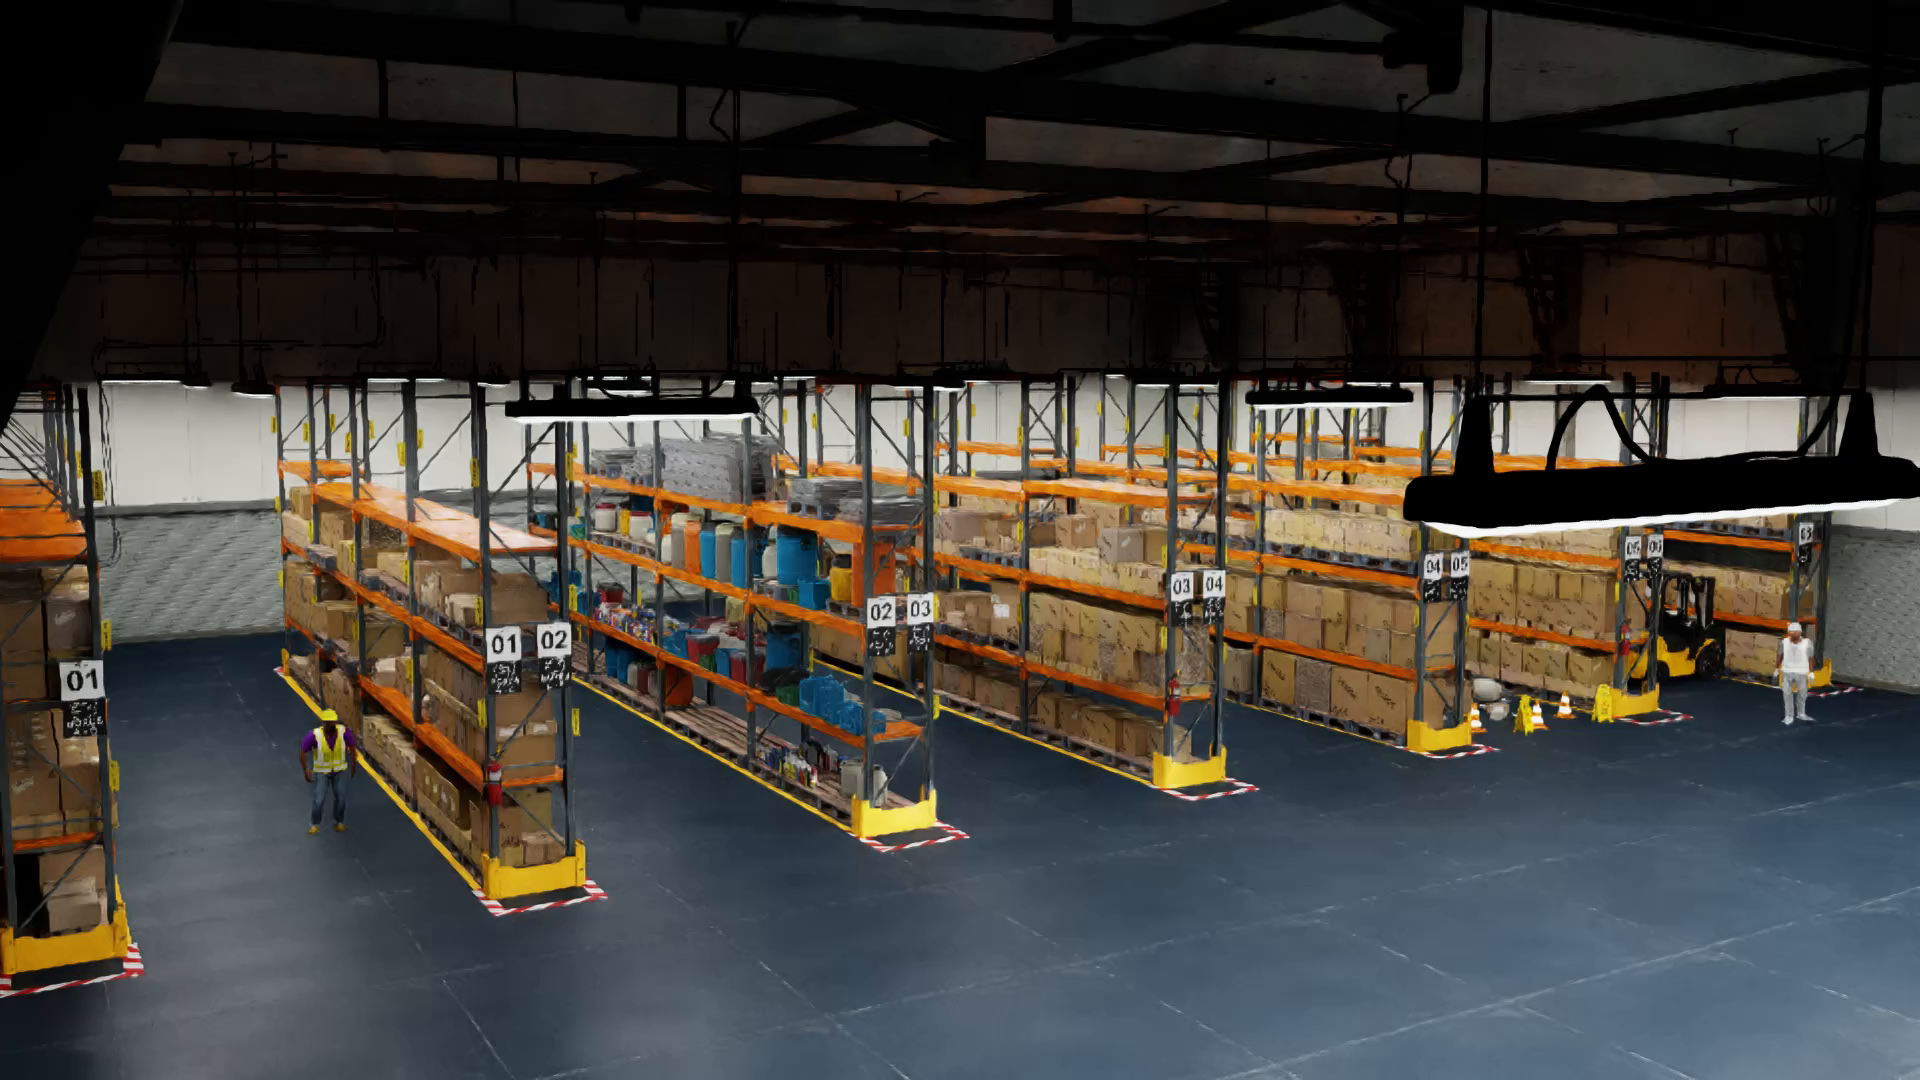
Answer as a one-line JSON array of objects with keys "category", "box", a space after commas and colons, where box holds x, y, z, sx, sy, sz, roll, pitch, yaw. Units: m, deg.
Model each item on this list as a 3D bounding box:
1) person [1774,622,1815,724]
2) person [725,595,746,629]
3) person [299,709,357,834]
[{"category": "person", "box": [14.510, 2.296, 28.912, 0.640, 1.779, 0.557, 4, 7, 31]}, {"category": "person", "box": [-4.745, 1.684, 35.127, 0.448, 1.590, 1.110, -3, 7, -28]}, {"category": "person", "box": [-8.389, 3.071, 22.115, 0.719, 1.714, 0.578, -4, 7, -32]}]
